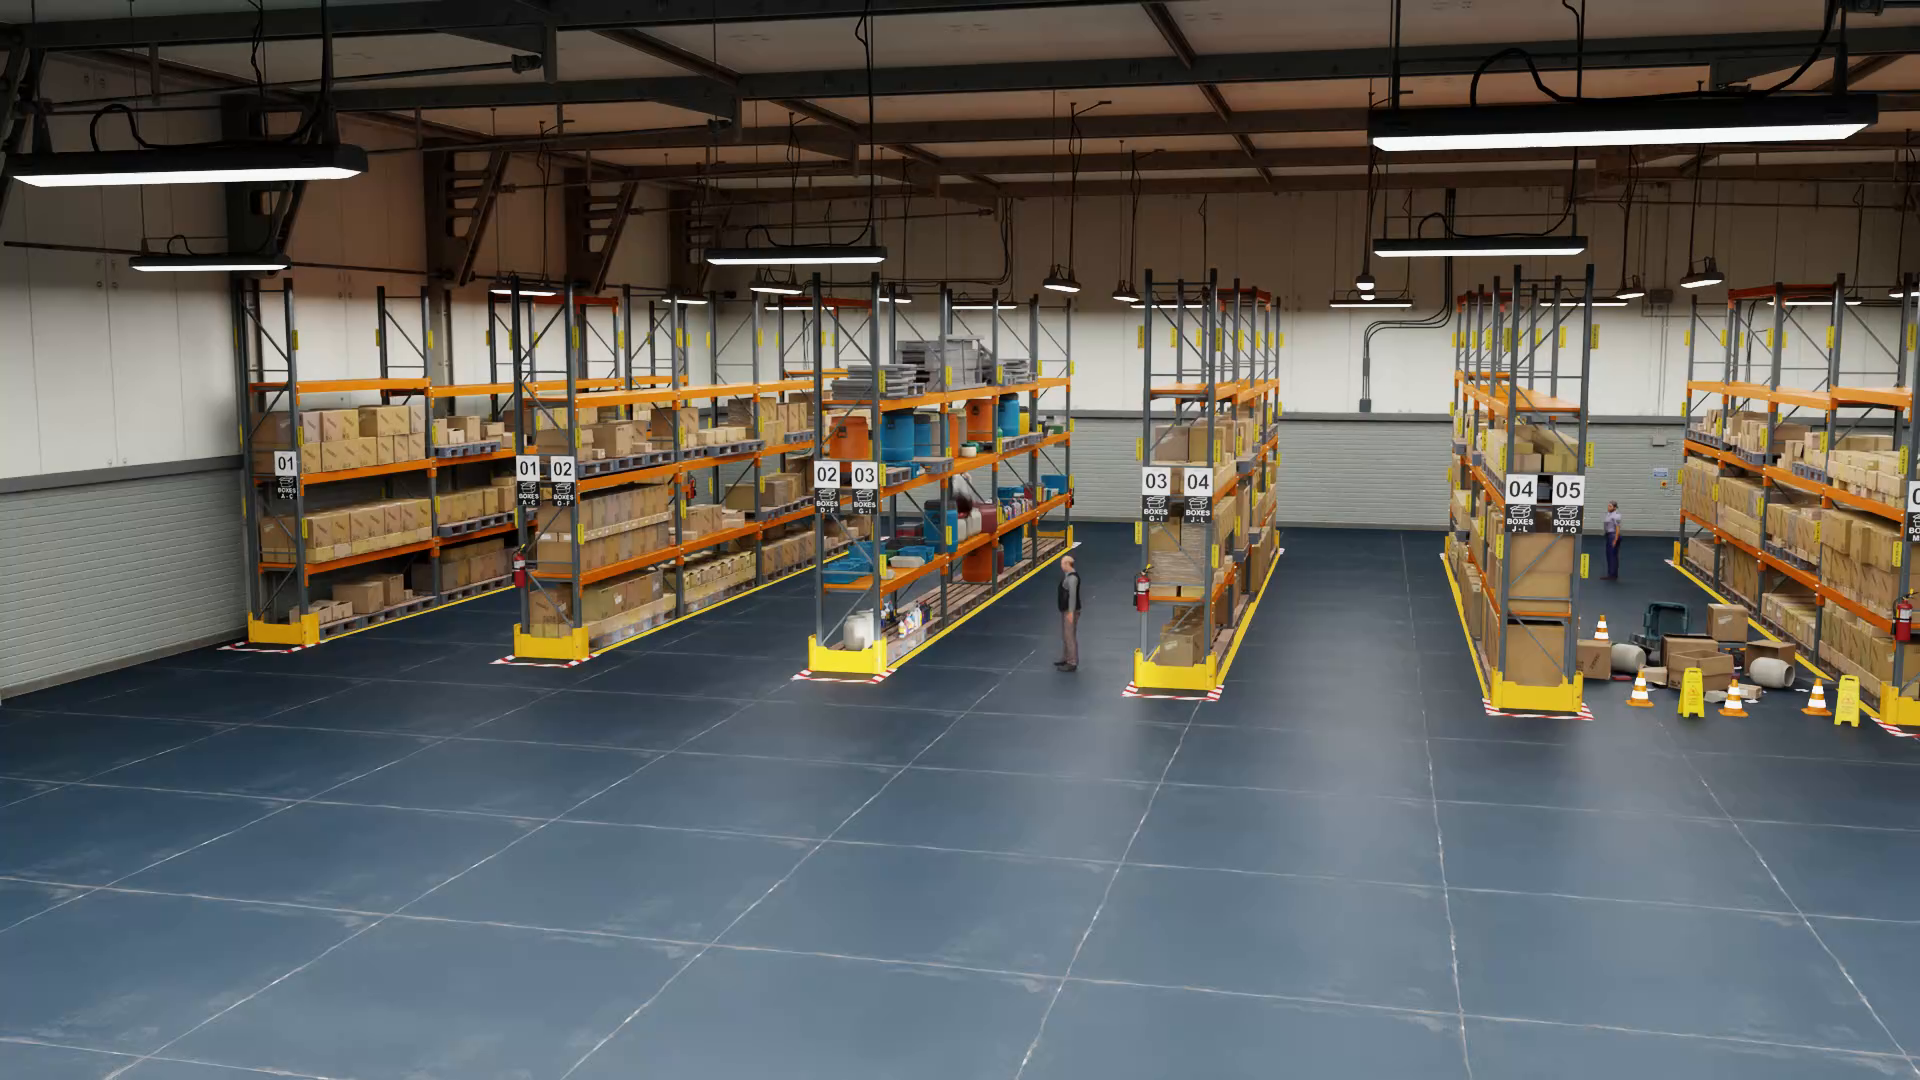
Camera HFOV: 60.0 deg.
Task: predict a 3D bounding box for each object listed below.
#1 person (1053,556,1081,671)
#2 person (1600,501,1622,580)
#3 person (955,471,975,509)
[{"bbox_3d":[1.642,1.101,25.434,0.413,1.721,0.579,0,7,-2],"label":"person"},{"bbox_3d":[13.740,-0.003,35.054,0.384,1.649,0.545,3,7,23],"label":"person"},{"bbox_3d":[0.108,-1.141,43.723,0.544,1.766,0.572,2,7,19],"label":"person"}]
